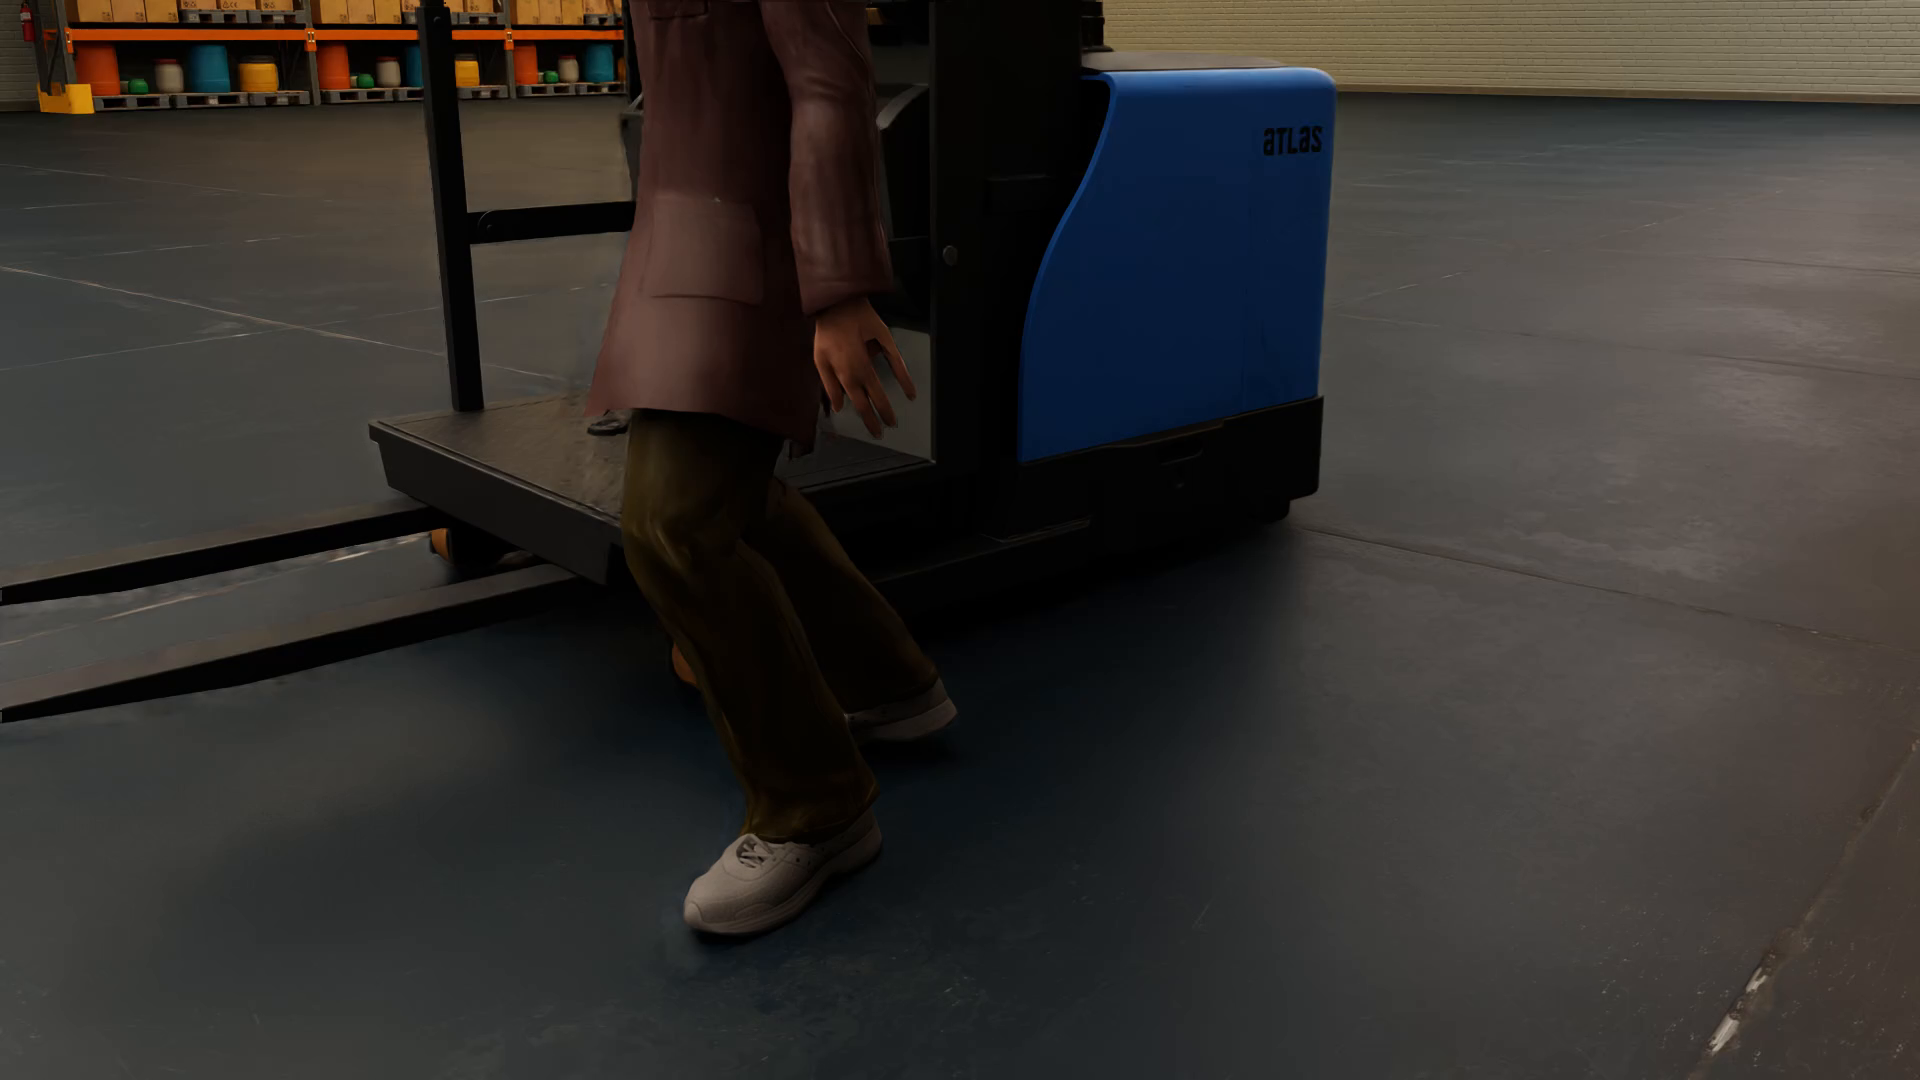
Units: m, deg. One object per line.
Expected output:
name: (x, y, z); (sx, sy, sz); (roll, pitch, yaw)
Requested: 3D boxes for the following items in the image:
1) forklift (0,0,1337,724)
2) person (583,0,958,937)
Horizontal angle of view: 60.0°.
forklift: (-0.552, -1.286, 3.133); (3.031, 2.935, 1.130); (-14, 22, -39)
person: (-0.257, -0.407, 2.384); (0.553, 1.736, 0.916); (-3, 17, -9)
